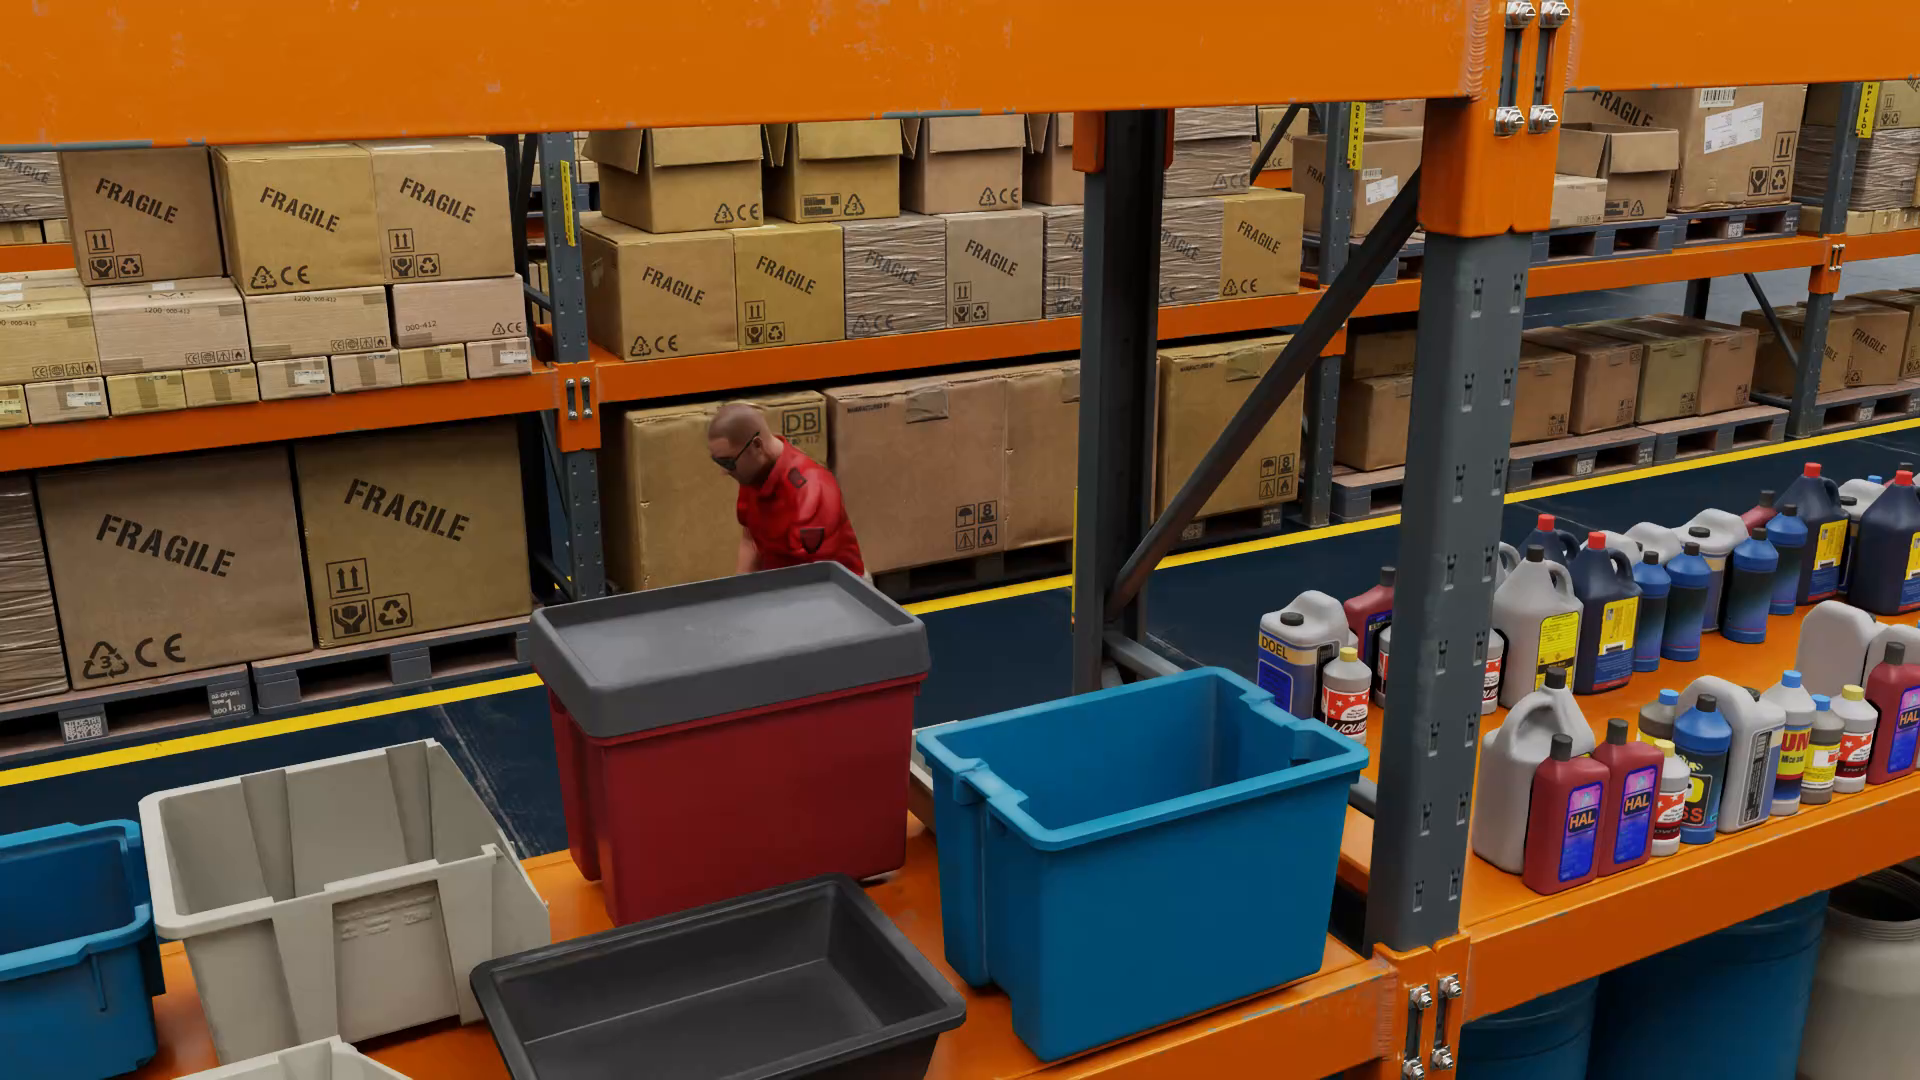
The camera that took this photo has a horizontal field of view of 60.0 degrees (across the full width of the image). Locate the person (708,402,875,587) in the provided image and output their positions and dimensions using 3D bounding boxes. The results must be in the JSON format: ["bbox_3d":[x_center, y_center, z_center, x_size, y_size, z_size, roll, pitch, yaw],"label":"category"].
[{"bbox_3d":[-0.528,0.293,5.489,0.574,1.560,0.581,-9,20,-26],"label":"person"}]
